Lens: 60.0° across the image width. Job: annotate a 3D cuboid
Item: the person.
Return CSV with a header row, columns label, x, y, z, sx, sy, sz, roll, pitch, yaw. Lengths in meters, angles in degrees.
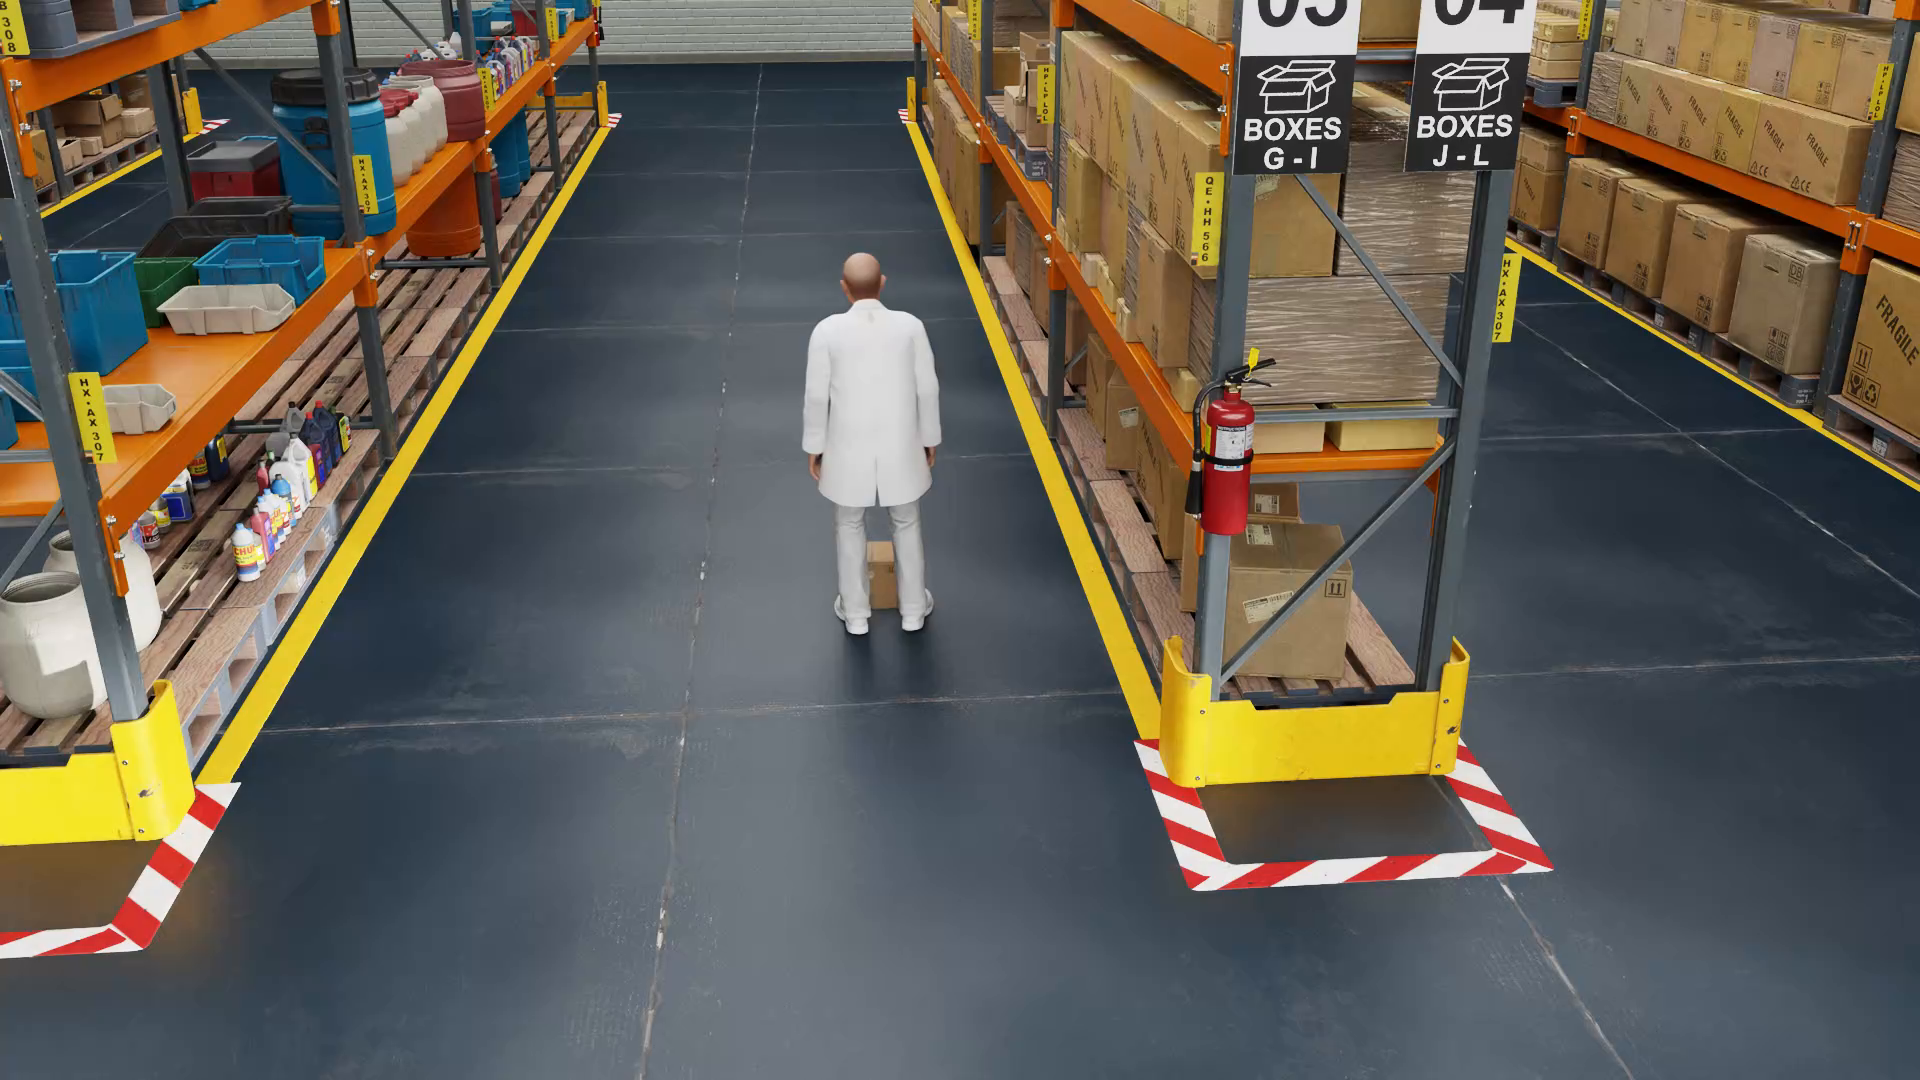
label,x,y,z,sx,sy,sz,roll,pitch,yaw
person,-0.402,-0.427,7.608,0.642,1.772,0.428,-3,24,-8
